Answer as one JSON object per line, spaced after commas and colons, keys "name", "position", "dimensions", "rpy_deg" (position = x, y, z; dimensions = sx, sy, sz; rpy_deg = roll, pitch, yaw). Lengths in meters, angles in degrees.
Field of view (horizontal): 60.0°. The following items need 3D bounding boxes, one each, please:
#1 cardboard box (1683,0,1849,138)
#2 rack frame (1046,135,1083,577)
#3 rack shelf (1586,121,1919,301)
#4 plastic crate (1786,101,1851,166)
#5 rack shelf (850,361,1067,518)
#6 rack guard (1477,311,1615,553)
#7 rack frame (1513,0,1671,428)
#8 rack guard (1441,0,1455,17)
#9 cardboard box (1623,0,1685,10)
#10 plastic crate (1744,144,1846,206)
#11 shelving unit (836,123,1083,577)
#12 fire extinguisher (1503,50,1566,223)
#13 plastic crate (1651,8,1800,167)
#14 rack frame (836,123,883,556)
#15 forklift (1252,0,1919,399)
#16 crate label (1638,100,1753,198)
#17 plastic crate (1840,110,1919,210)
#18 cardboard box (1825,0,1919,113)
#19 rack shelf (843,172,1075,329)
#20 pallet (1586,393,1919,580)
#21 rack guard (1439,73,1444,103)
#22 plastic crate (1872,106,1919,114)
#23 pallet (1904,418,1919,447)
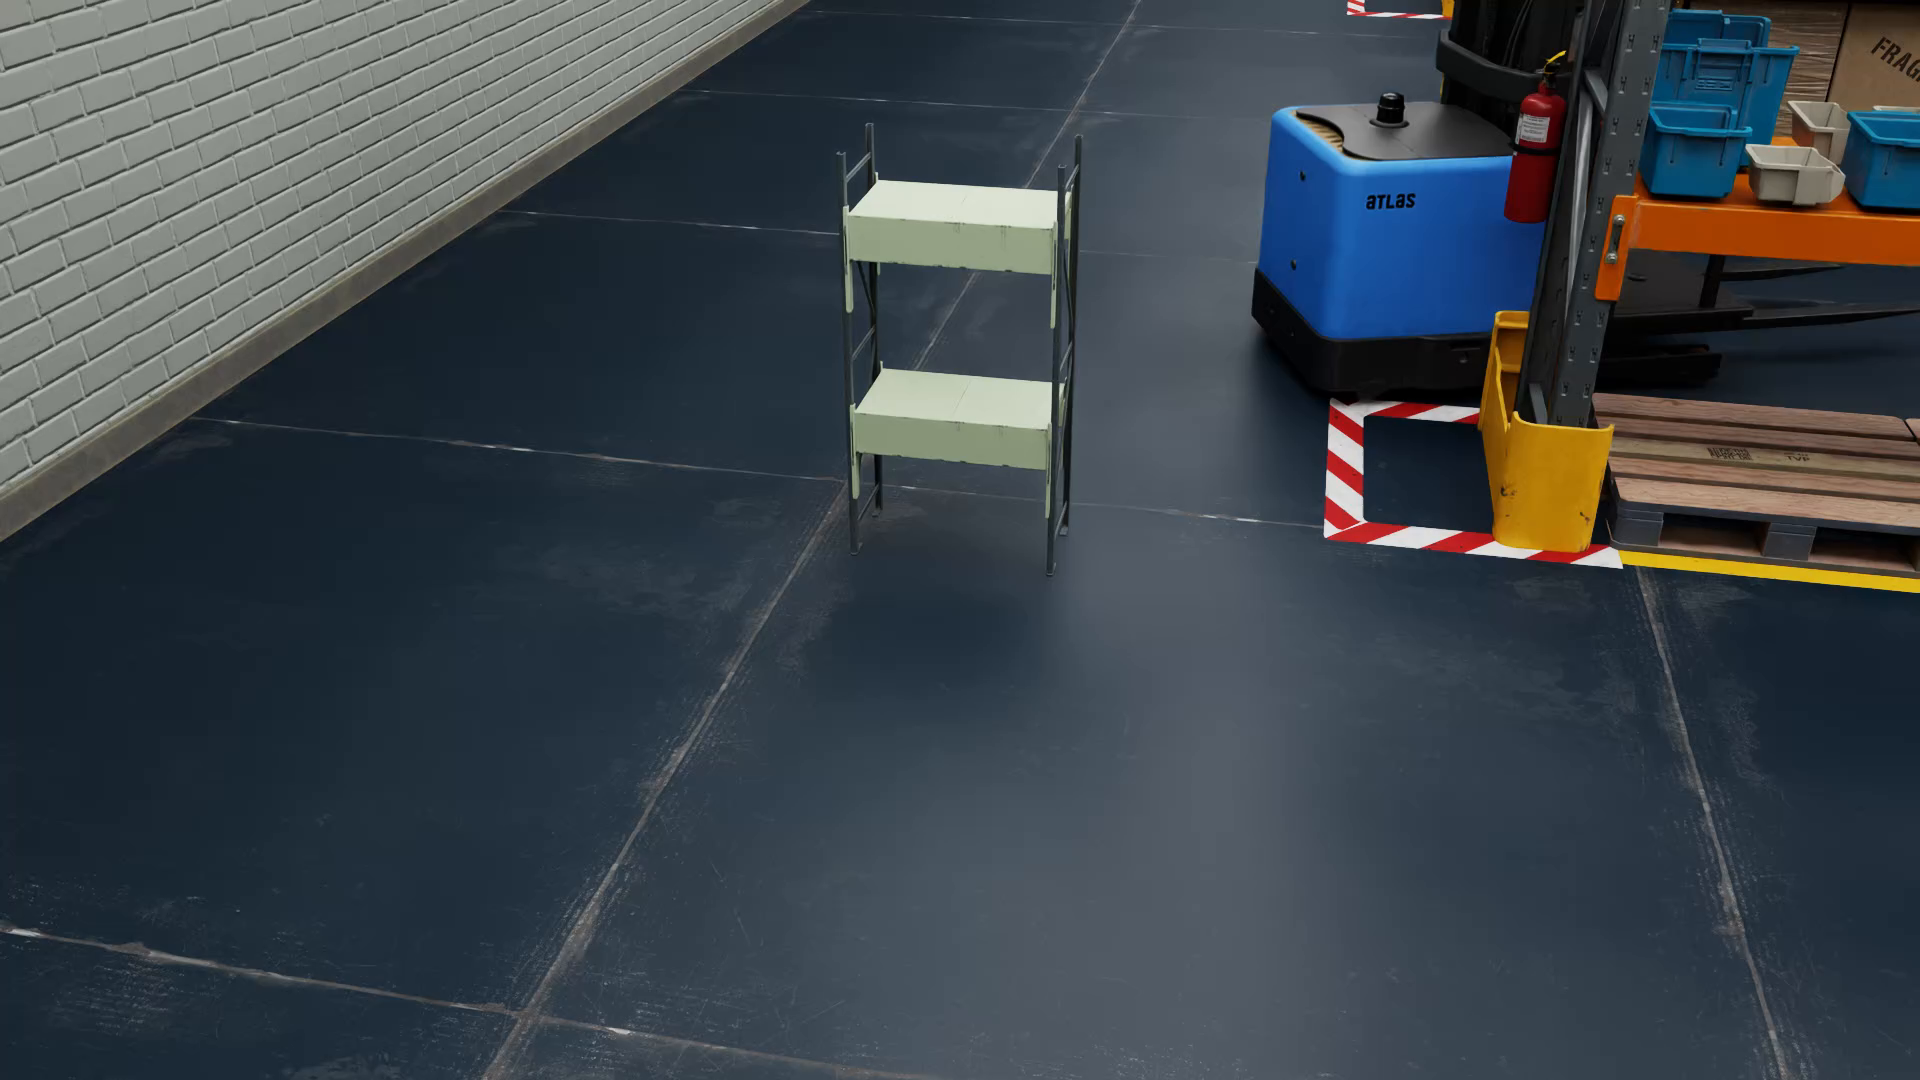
{"name": "cardboard box", "position": [4.881, -3.016, 10.411], "dimensions": [0.875, 0.875, 0.875], "rpy_deg": [6, 29, 11]}
{"name": "rack frame", "position": [0.364, -0.620, 5.822], "dimensions": [0.023, 1.500, 0.400], "rpy_deg": [6, 29, 11]}
{"name": "rack shelf", "position": [4.270, -1.040, 5.774], "dimensions": [4.000, 0.370, 1.077], "rpy_deg": [6, 29, 11]}
{"name": "plastic crate", "position": [3.149, -1.470, 6.023], "dimensions": [0.243, 0.136, 0.396], "rpy_deg": [6, 29, 11]}
{"name": "rack shelf", "position": [0.007, -0.371, 6.045], "dimensions": [0.720, 0.370, 0.431], "rpy_deg": [6, 29, 11]}
{"name": "rack guard", "position": [2.288, -0.455, 6.561], "dimensions": [0.348, 0.500, 1.175], "rpy_deg": [6, 29, 11]}
{"name": "rack frame", "position": [2.314, -1.556, 5.968], "dimensions": [0.127, 3.000, 1.000], "rpy_deg": [6, 29, 11]}
{"name": "rack guard", "position": [4.557, -5.097, 15.039], "dimensions": [0.348, 0.500, 1.175], "rpy_deg": [6, 29, 11]}
{"name": "cardboard box", "position": [3.991, -3.107, 10.577], "dimensions": [0.875, 0.875, 0.875], "rpy_deg": [6, 29, 11]}
{"name": "plastic crate", "position": [2.783, -1.216, 5.559], "dimensions": [0.298, 0.136, 0.250], "rpy_deg": [6, 29, 11]}
{"name": "shelving unit", "position": [0.007, -0.657, 5.889], "dimensions": [0.755, 1.500, 0.431], "rpy_deg": [6, 29, 11]}
{"name": "fire extinguisher", "position": [2.261, -1.587, 6.493], "dimensions": [0.183, 0.674, 0.296], "rpy_deg": [6, 29, 11]}
{"name": "plastic crate", "position": [2.680, -1.652, 6.044], "dimensions": [0.499, 0.435, 0.616], "rpy_deg": [6, 29, 11]}
{"name": "rack frame", "position": [-0.351, -0.694, 5.956], "dimensions": [0.023, 1.500, 0.400], "rpy_deg": [6, 29, 11]}
{"name": "forklift", "position": [2.983, -2.221, 7.254], "dimensions": [3.031, 2.935, 1.130], "rpy_deg": [-4, 29, -8]}
{"name": "crate label", "position": [2.486, -1.329, 5.666], "dimensions": [0.303, 0.233, 0.416], "rpy_deg": [6, 29, 11]}
{"name": "plastic crate", "position": [3.130, -1.263, 5.545], "dimensions": [0.300, 0.233, 0.416], "rpy_deg": [6, 29, 11]}
{"name": "cardboard box", "position": [5.751, -2.927, 10.248], "dimensions": [0.875, 0.875, 0.875], "rpy_deg": [6, 29, 11]}
{"name": "rack shelf", "position": [0.007, -1.000, 5.701], "dimensions": [0.720, 0.370, 0.431], "rpy_deg": [6, 29, 11]}
{"name": "pallet", "position": [3.112, -0.232, 6.453], "dimensions": [1.213, 0.211, 1.003], "rpy_deg": [6, 29, 11]}
{"name": "rack guard", "position": [3.325, -2.788, 10.821], "dimensions": [0.348, 0.500, 1.175], "rpy_deg": [6, 29, 11]}
{"name": "plastic crate", "position": [3.429, -1.434, 5.957], "dimensions": [0.243, 0.136, 0.396], "rpy_deg": [6, 29, 11]}
{"name": "pallet", "position": [4.302, -0.108, 6.228], "dimensions": [1.213, 0.211, 1.003], "rpy_deg": [6, 29, 11]}
